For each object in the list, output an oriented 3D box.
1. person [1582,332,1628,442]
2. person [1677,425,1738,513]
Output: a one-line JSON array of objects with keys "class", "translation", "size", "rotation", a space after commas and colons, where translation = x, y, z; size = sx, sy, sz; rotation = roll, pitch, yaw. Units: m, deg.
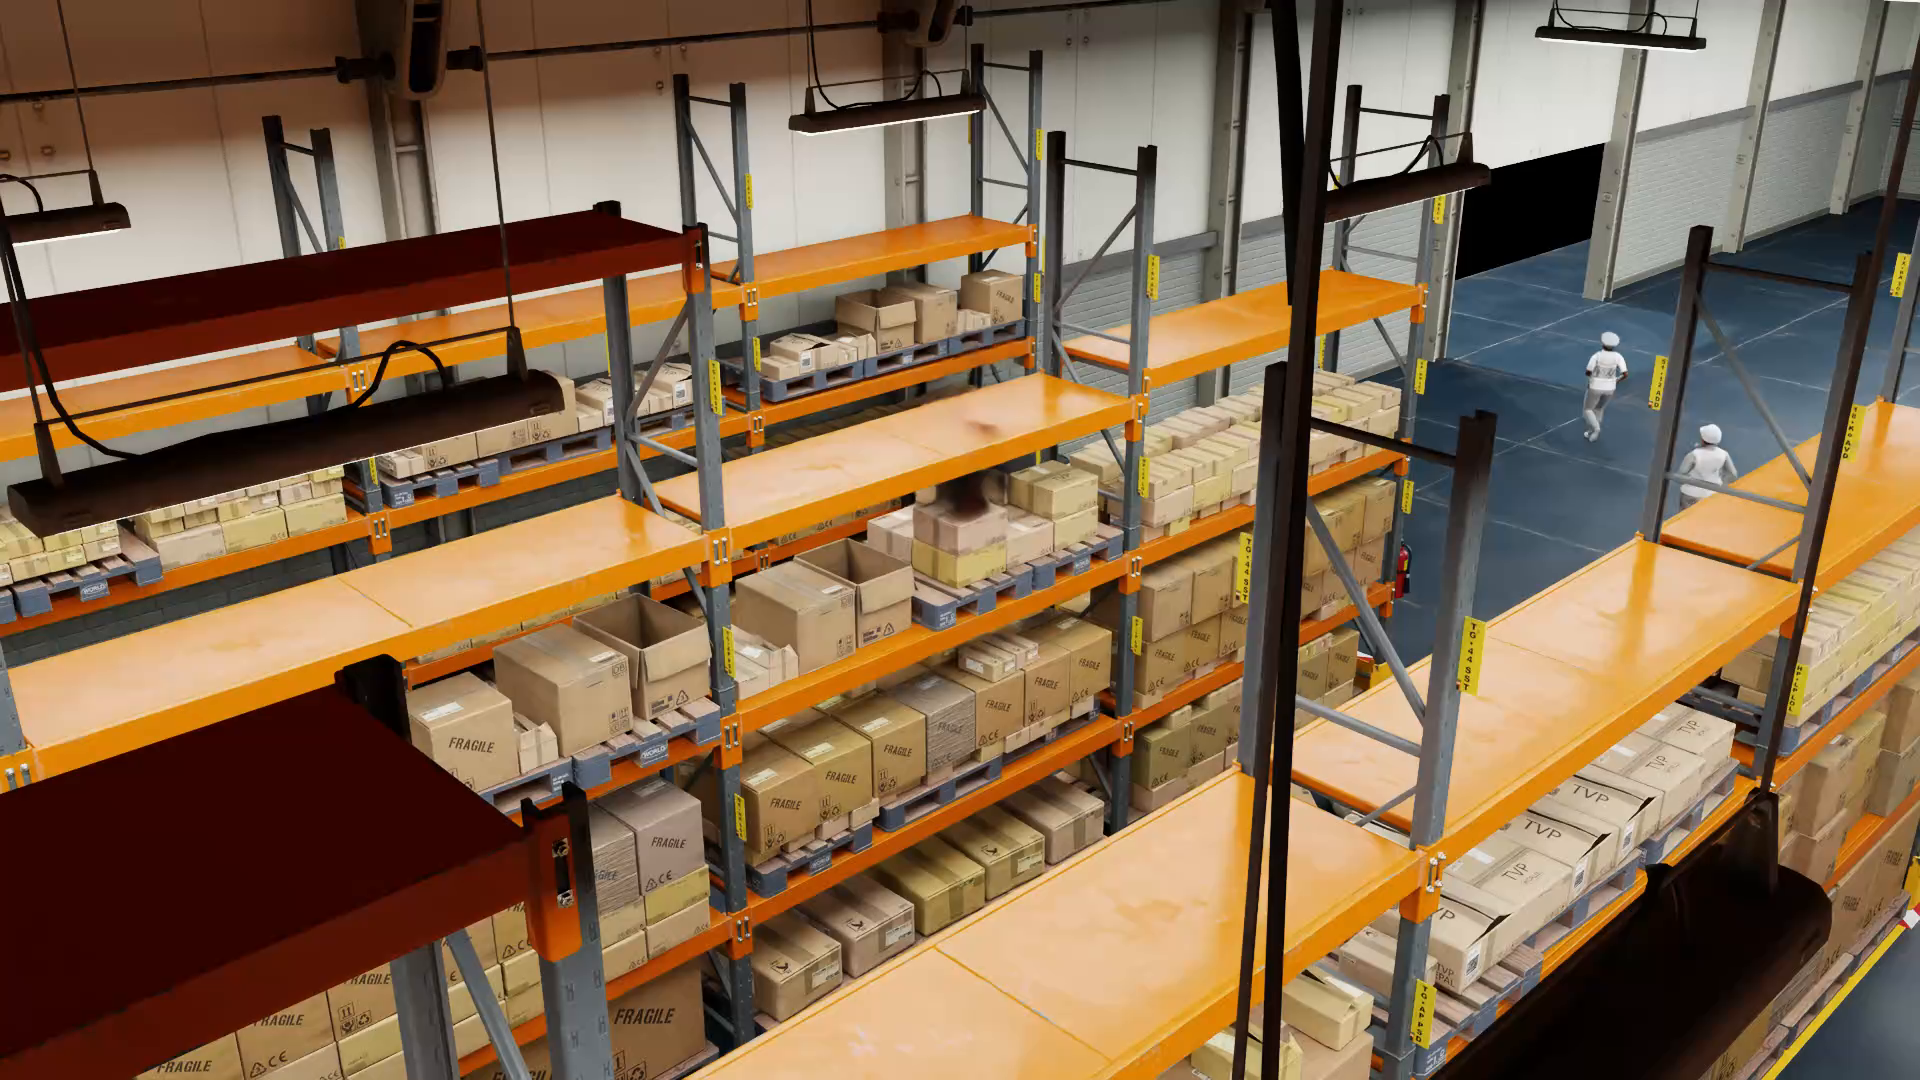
[{"class": "person", "translation": [9.261, -2.176, 23.964], "size": [0.581, 1.643, 0.701], "rotation": [1, 22, 2]}, {"class": "person", "translation": [8.896, -0.588, 20.018], "size": [0.665, 1.726, 0.578], "rotation": [-1, 22, -2]}]
